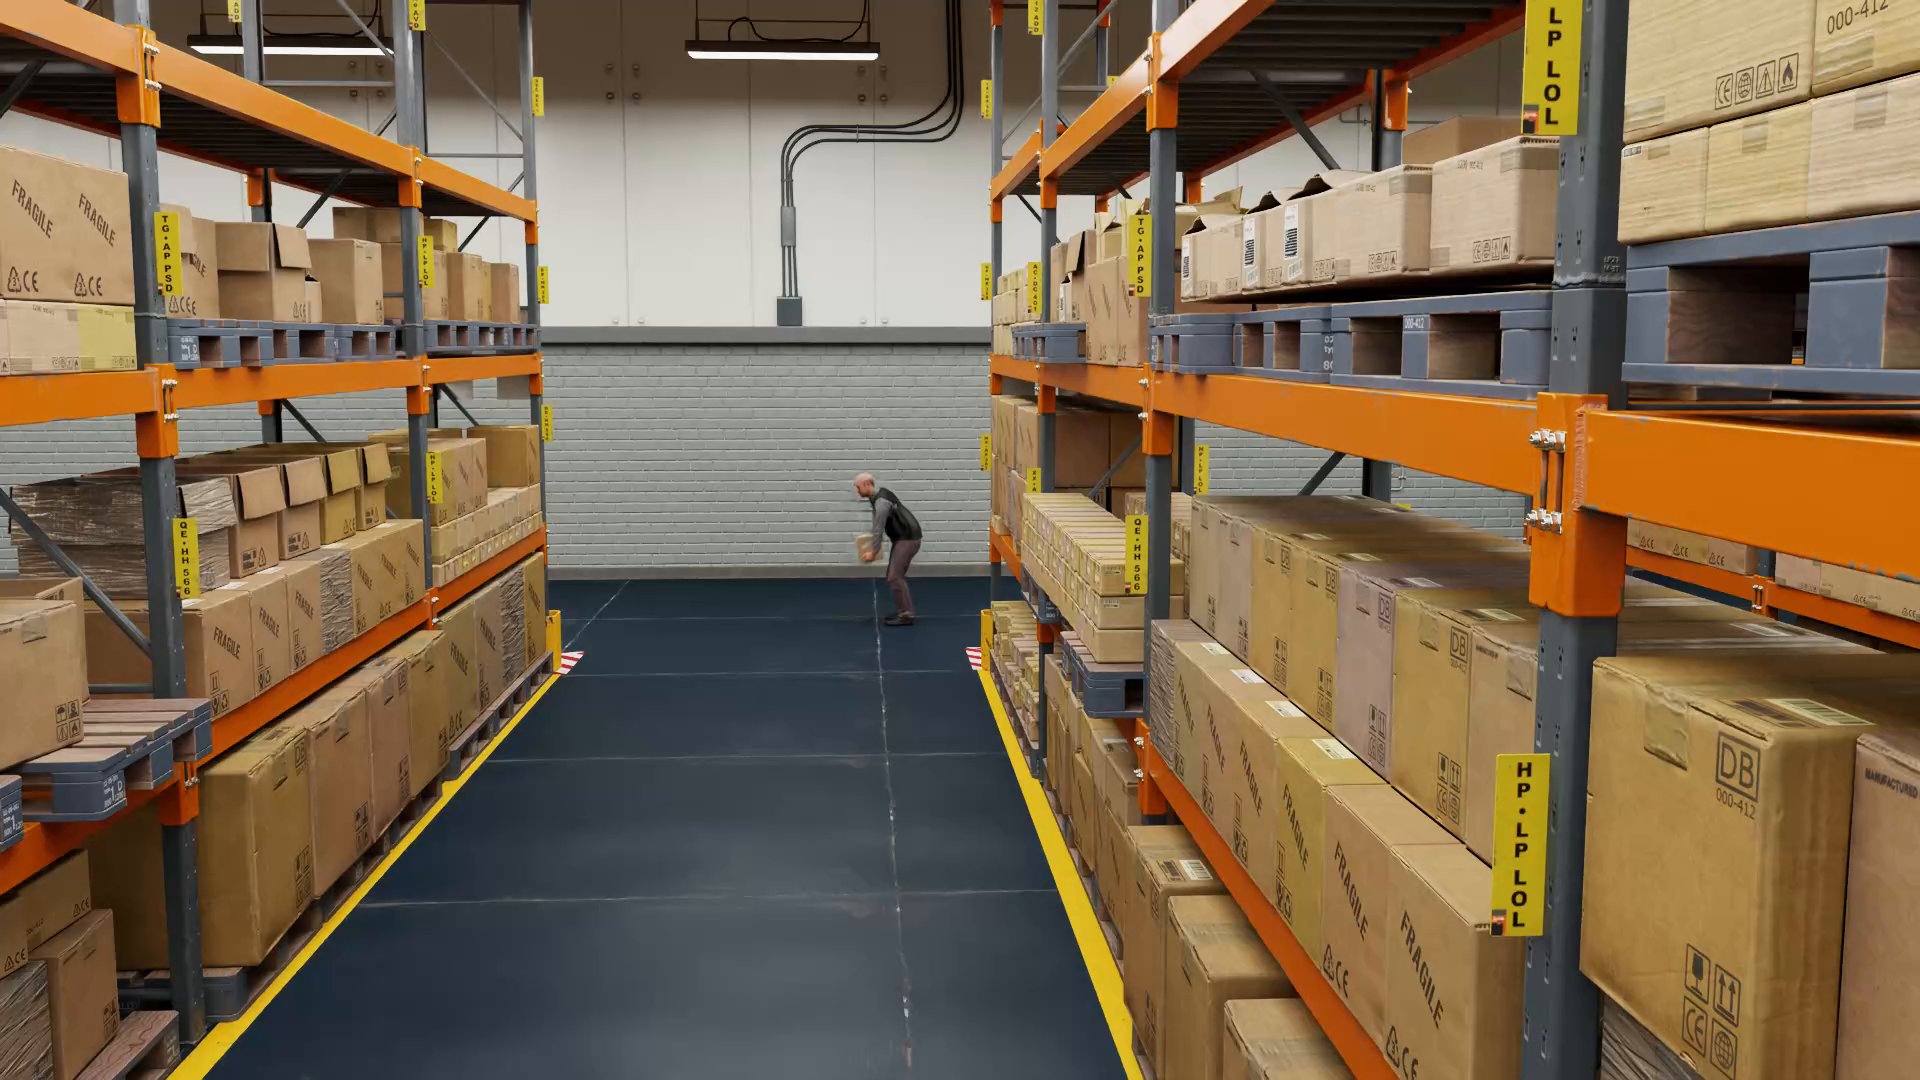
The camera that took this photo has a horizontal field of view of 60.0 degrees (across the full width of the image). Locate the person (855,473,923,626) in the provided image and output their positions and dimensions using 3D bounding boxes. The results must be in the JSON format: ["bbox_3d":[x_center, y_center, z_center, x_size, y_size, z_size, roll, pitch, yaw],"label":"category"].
[{"bbox_3d":[-0.739,0.088,17.253,0.700,1.575,0.472,-1,7,-5],"label":"person"}]
